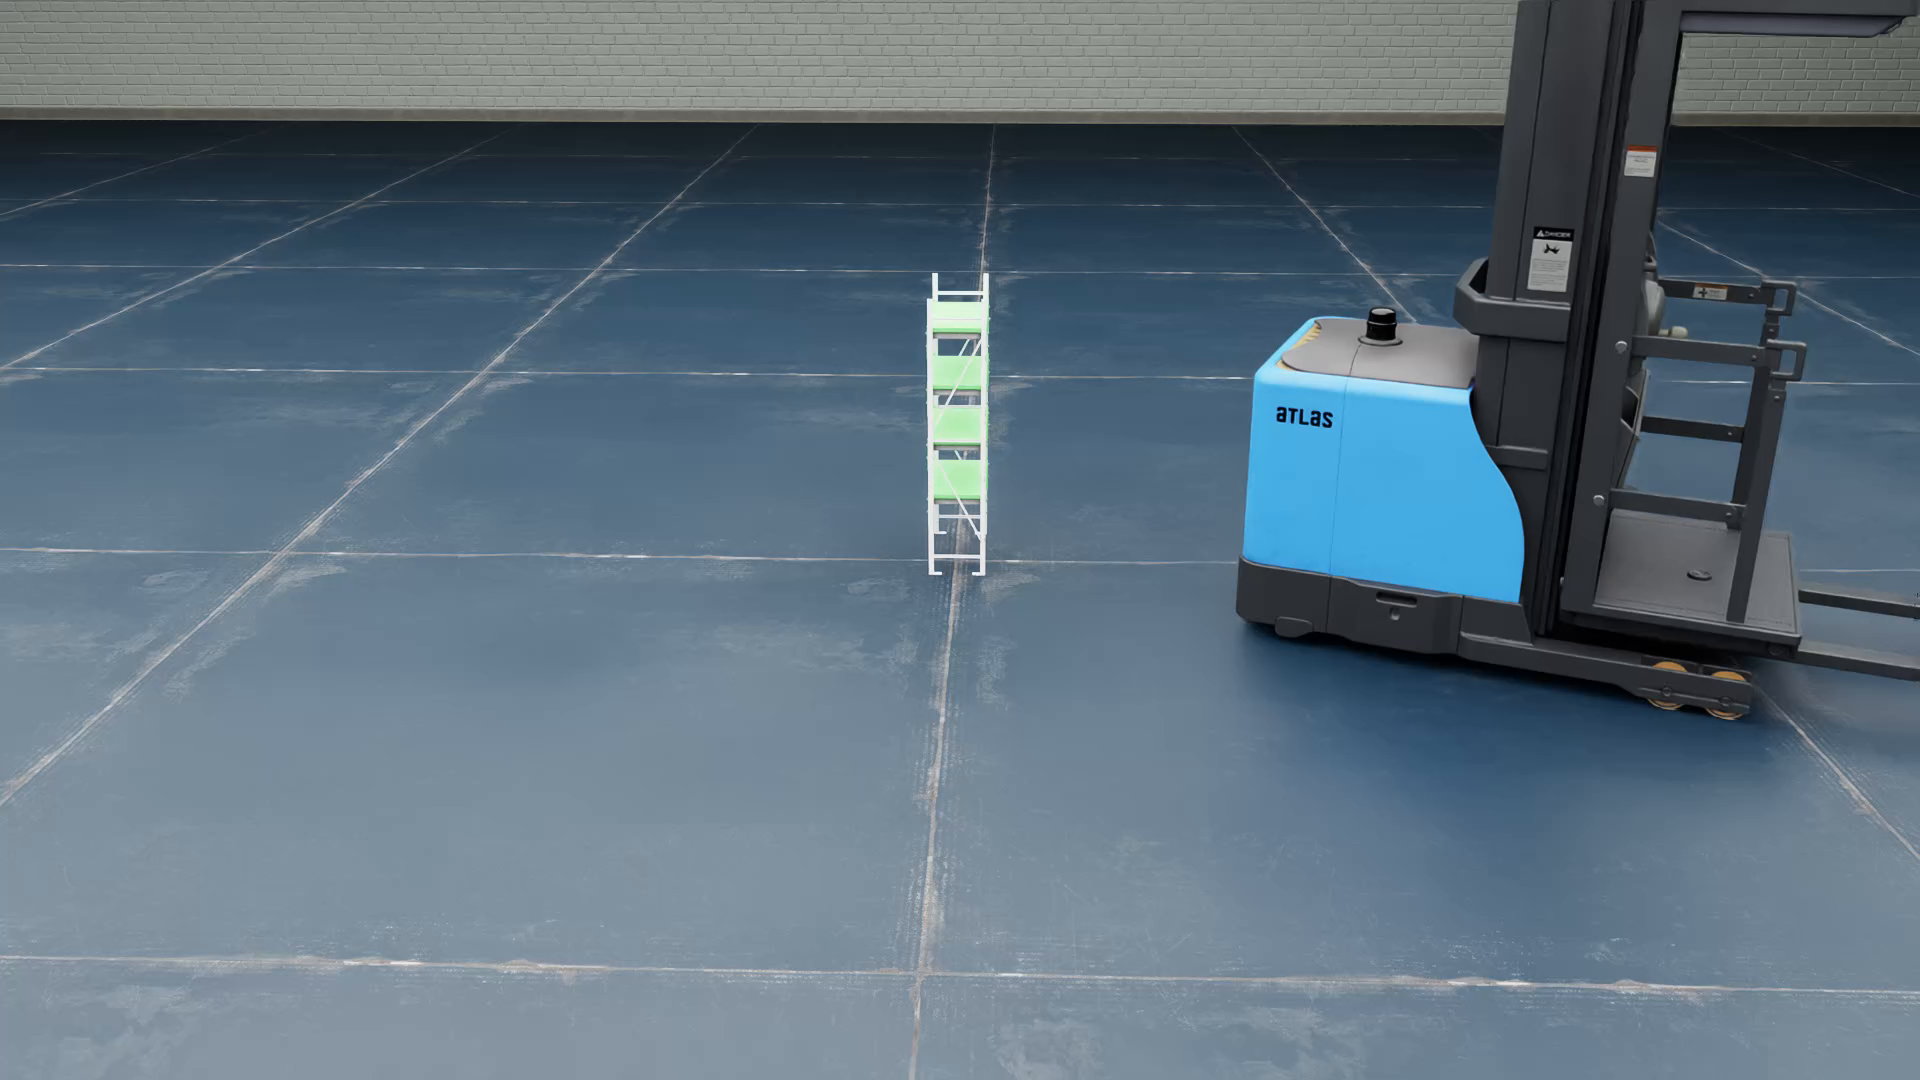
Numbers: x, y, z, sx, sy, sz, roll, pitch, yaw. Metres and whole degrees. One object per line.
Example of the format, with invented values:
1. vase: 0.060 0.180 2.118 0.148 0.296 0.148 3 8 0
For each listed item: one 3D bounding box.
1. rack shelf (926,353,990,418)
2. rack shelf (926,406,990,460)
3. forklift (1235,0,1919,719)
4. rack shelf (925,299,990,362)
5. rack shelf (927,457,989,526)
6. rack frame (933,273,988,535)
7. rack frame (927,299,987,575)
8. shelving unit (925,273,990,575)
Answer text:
1. rack shelf: -0.005 -0.664 7.094 0.258 0.148 0.480 1 21 2
2. rack shelf: -0.005 -0.440 7.181 0.258 0.148 0.480 1 21 2
3. forklift: 2.658 -0.950 5.925 3.031 2.935 1.130 9 23 22
4. rack shelf: -0.005 -0.887 7.007 0.258 0.148 0.480 1 21 2
5. rack shelf: -0.005 -0.216 7.268 0.258 0.148 0.480 1 21 2
6. rack frame: 0.002 -0.588 7.385 0.240 1.200 0.015 1 21 2
7. rack frame: -0.012 -0.411 6.930 0.240 1.200 0.015 1 21 2
8. shelving unit: -0.005 -0.500 7.158 0.258 1.200 0.503 1 21 2
